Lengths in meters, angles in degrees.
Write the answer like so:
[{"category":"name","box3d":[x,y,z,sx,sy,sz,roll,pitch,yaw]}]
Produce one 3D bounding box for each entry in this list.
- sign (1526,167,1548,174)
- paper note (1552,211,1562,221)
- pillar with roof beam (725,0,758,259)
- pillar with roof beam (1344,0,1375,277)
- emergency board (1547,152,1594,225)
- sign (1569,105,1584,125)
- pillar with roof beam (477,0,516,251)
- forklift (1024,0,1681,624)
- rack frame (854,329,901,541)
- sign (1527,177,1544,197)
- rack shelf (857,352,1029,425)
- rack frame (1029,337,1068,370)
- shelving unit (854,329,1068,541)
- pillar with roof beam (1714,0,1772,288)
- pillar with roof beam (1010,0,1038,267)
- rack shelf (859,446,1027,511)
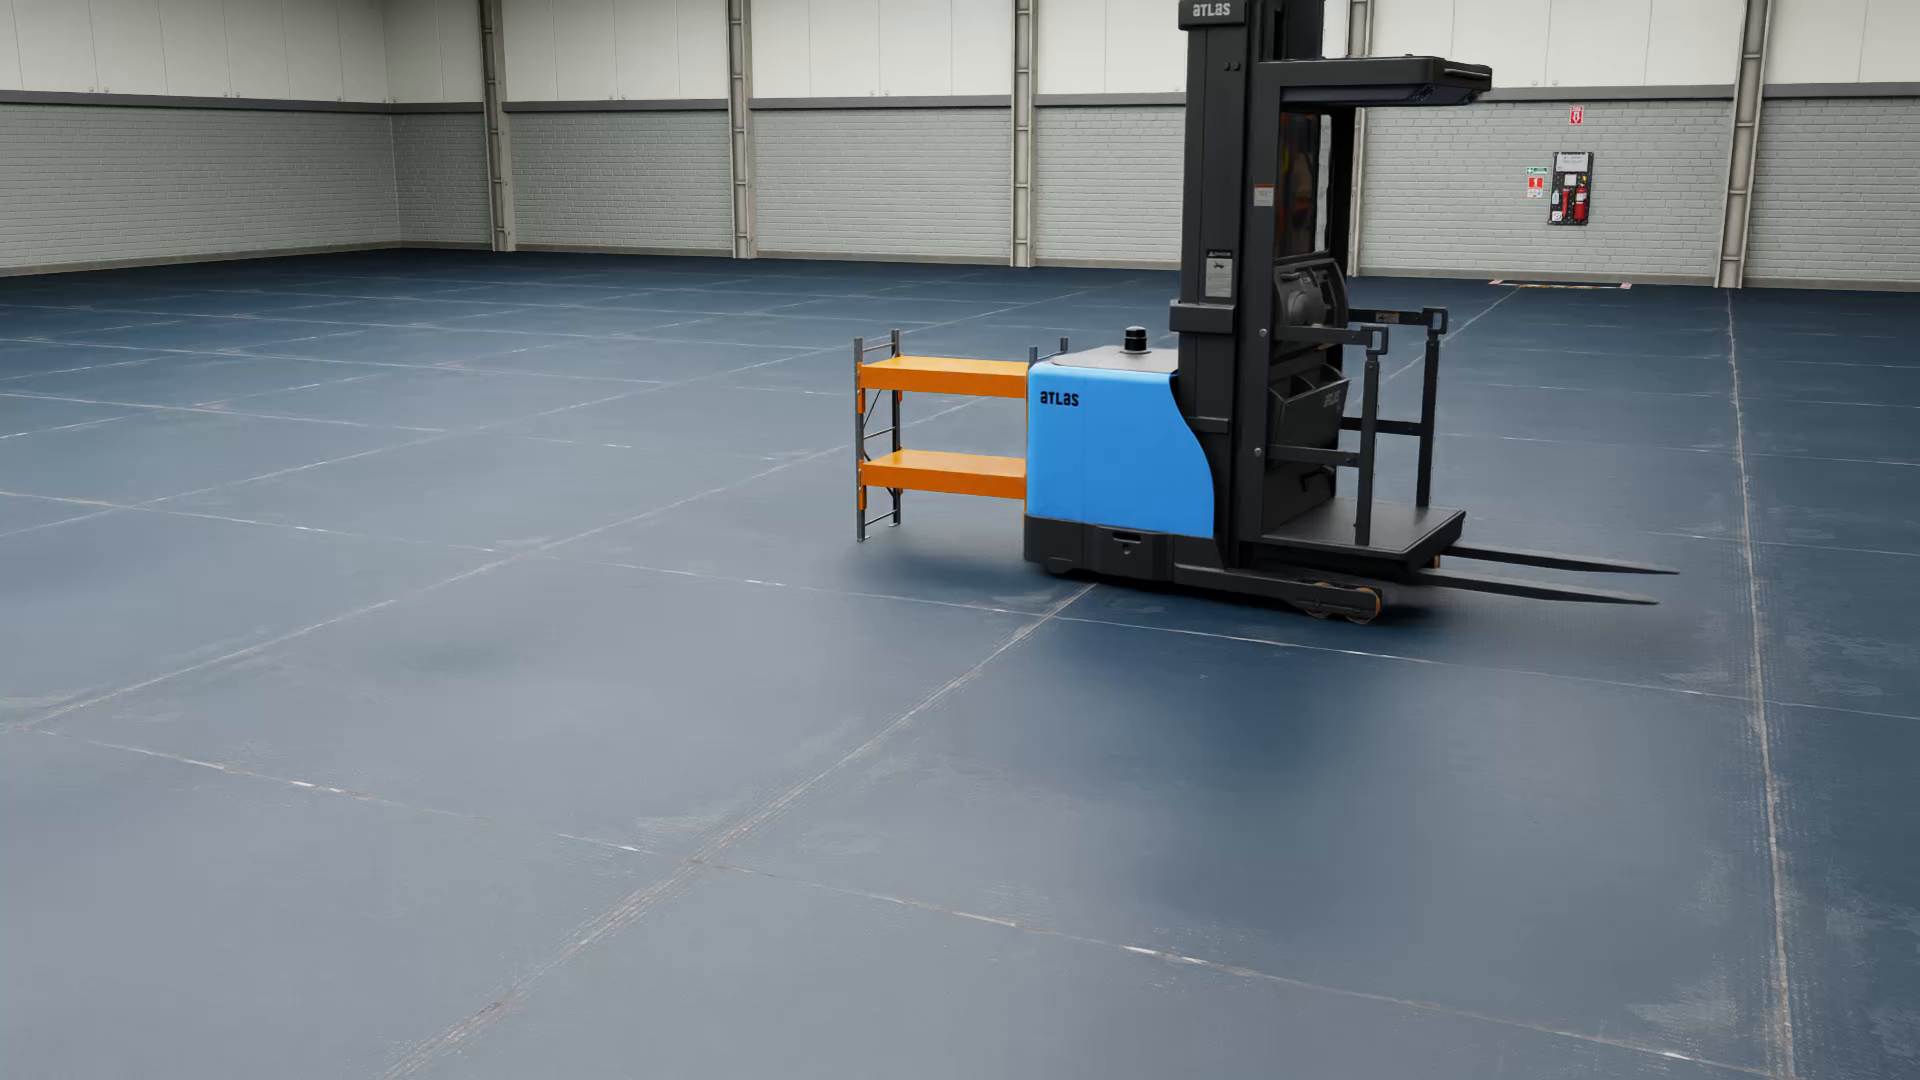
[{"category":"sign","box3d":[9.439,-6.044,27.207,0.331,0.109,0.001,6,14,23]},{"category":"paper note","box3d":[9.768,-5.300,27.203,0.142,0.148,0.016,6,14,23]},{"category":"pillar with roof beam","box3d":[-6.055,-9.148,28.543,0.400,9.000,9.100,6,14,23]},{"category":"pillar with roof beam","box3d":[4.917,-8.038,23.811,0.400,9.000,9.100,6,14,23]},{"category":"emergency board","box3d":[9.902,-5.698,26.971,0.643,1.169,0.194,6,14,23]},{"category":"sign","box3d":[9.935,-6.848,26.798,0.199,0.298,0.001,6,14,23]},{"category":"pillar with roof beam","box3d":[-11.541,-9.703,30.909,0.400,9.000,9.100,6,14,23]},{"category":"forklift","box3d":[1.857,-1.181,7.870,3.031,2.935,1.130,8,15,30]},{"category":"rack frame","box3d":[-0.459,-0.594,9.324,0.032,1.125,0.500,6,14,23]},{"category":"sign","box3d":[9.439,-5.788,27.277,0.234,0.329,0.001,6,14,23]},{"category":"rack shelf","box3d":[0.006,-0.832,9.057,1.000,0.278,0.538,6,14,23]},{"category":"rack frame","box3d":[0.471,-0.500,8.923,0.032,1.125,0.500,6,14,23]},{"category":"shelving unit","box3d":[0.006,-0.547,9.124,1.048,1.125,0.538,6,14,23]},{"category":"pillar with roof beam","box3d":[10.403,-7.483,21.445,0.400,9.000,9.100,6,14,23]},{"category":"pillar with roof beam","box3d":[-0.569,-8.593,26.177,0.400,9.000,9.100,6,14,23]},{"category":"rack shelf","box3d":[0.006,-0.309,9.180,1.000,0.278,0.538,6,14,23]}]
